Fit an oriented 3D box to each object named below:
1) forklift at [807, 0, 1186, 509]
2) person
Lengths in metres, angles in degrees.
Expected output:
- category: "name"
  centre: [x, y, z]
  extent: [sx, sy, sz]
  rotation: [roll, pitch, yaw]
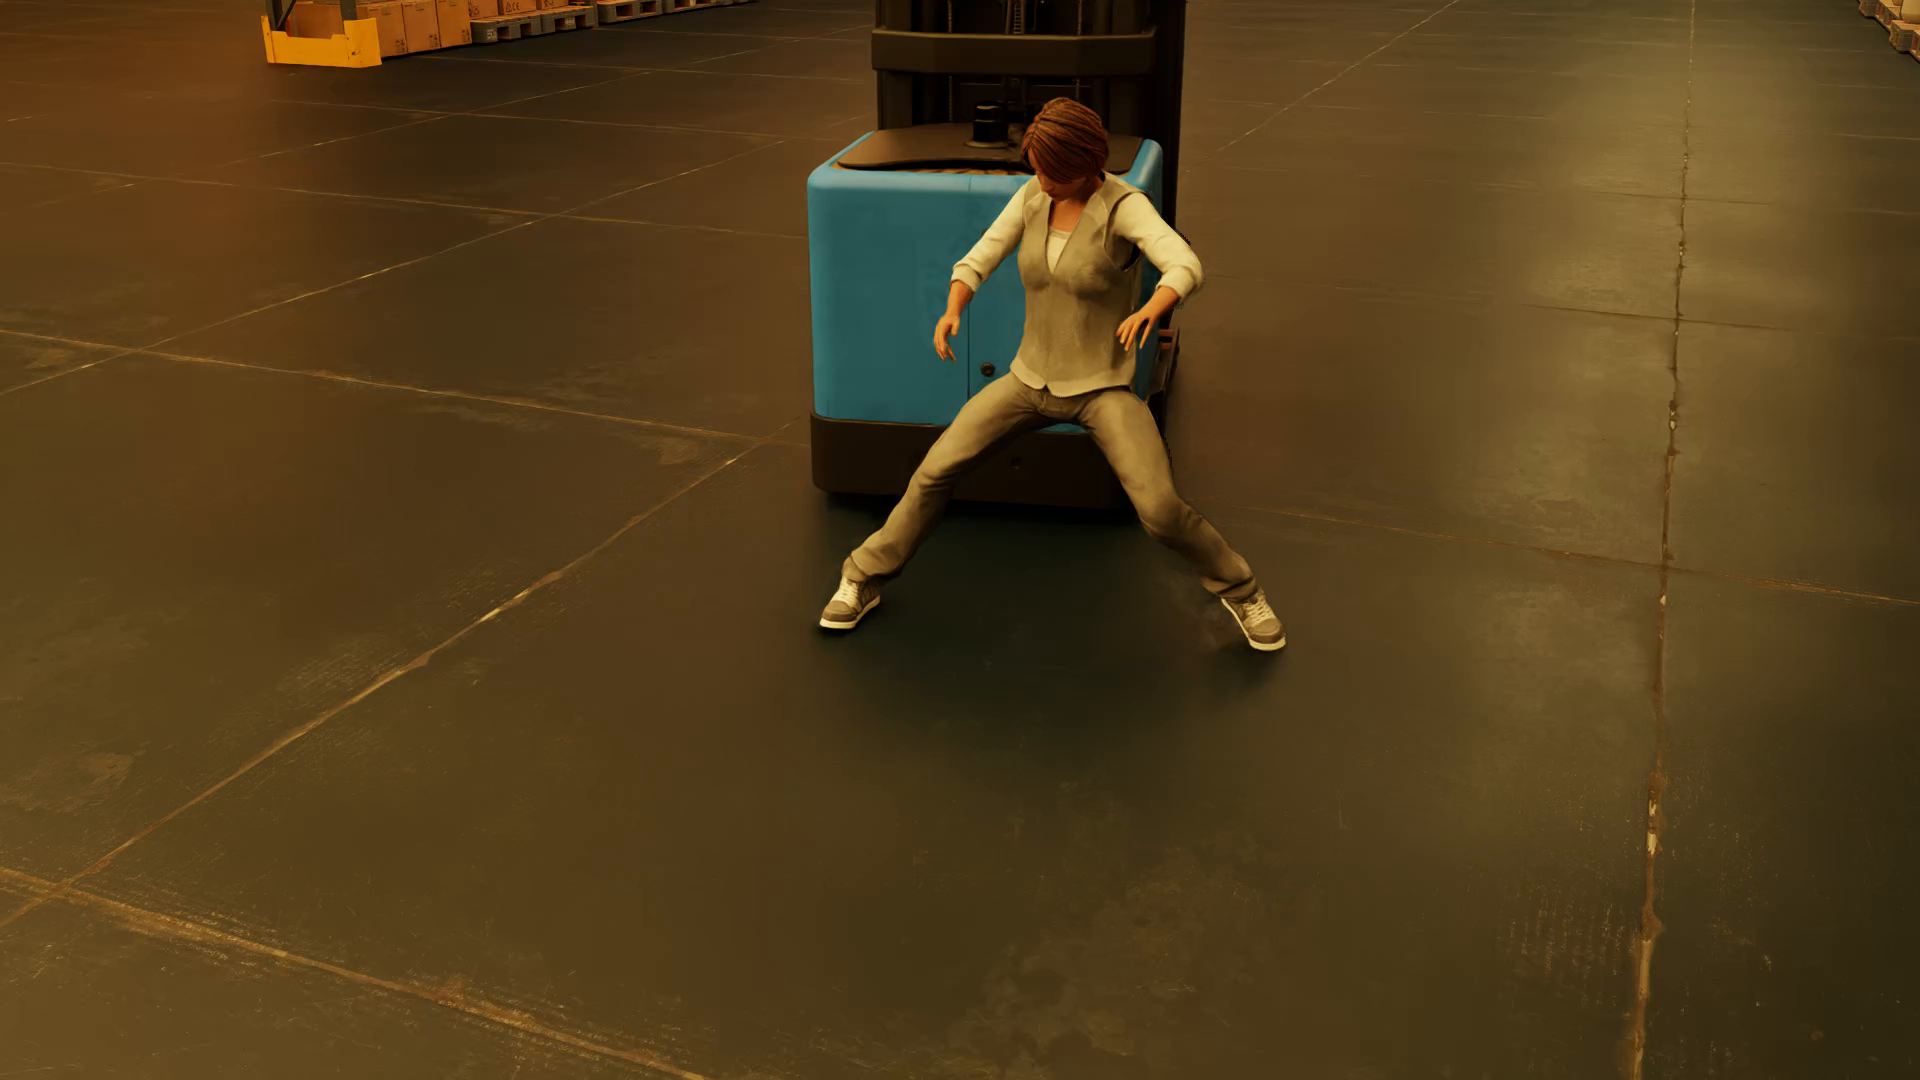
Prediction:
- category: "forklift"
  centre: [0.288, -1.983, 6.037]
  extent: [1.130, 2.935, 3.031]
  rotation: [4, 23, 9]
- category: "person"
  centre: [0.248, -0.395, 4.220]
  extent: [1.128, 1.400, 0.761]
  rotation: [16, 27, 33]
